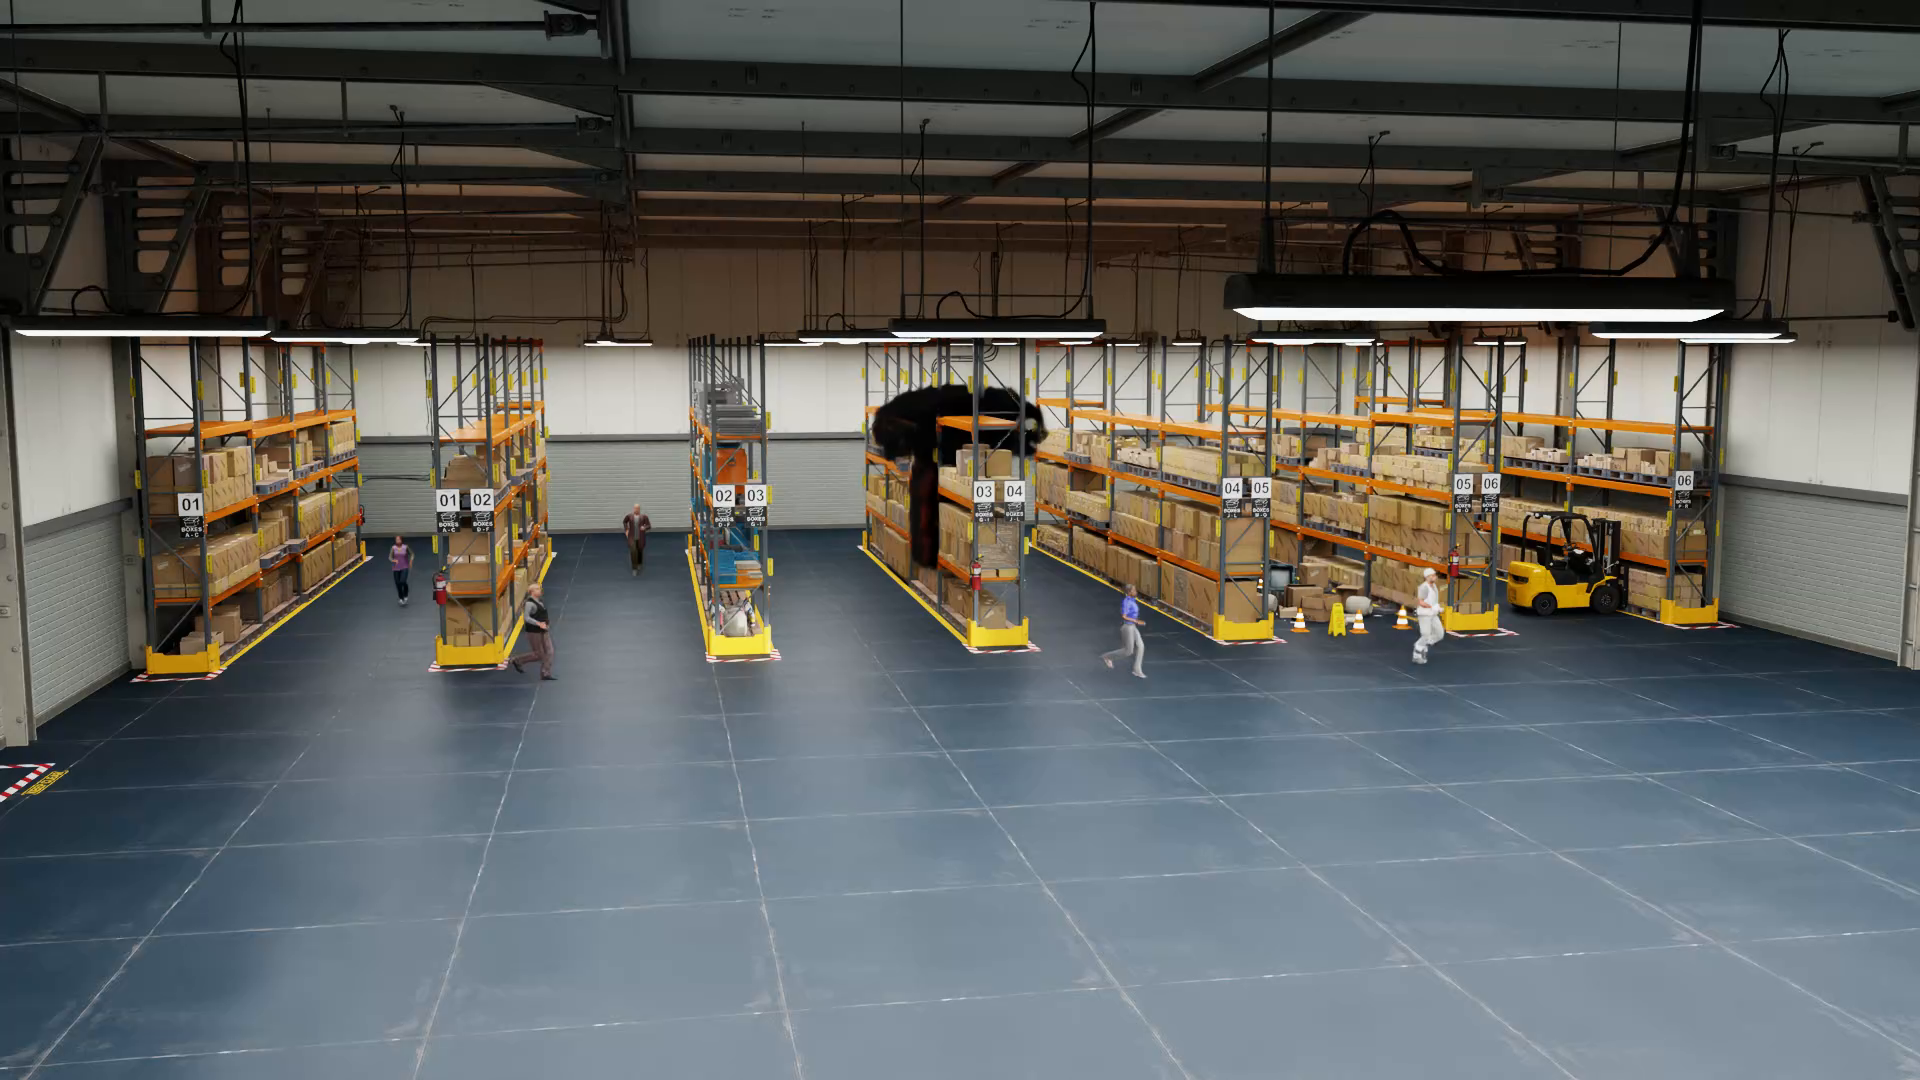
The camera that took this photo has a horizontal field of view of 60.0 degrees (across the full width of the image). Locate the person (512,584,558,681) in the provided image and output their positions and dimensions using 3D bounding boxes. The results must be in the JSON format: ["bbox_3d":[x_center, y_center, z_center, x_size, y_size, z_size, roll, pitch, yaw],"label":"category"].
[{"bbox_3d":[-7.349,1.602,28.753,0.798,1.702,0.663,1,7,10],"label":"person"}]

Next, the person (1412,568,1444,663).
[{"bbox_3d":[8.603,1.378,30.339,0.697,1.746,0.624,-6,9,-44],"label":"person"}]

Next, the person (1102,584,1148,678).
[{"bbox_3d":[2.912,1.599,29.183,0.811,1.672,0.586,2,7,18],"label":"person"}]

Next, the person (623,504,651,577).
[{"bbox_3d":[-8.222,-0.023,42.353,0.705,1.802,1.047,-1,7,-10],"label":"person"}]

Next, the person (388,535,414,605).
[{"bbox_3d":[-12.498,0.670,37.177,0.510,1.570,0.636,-1,7,-9],"label":"person"}]
